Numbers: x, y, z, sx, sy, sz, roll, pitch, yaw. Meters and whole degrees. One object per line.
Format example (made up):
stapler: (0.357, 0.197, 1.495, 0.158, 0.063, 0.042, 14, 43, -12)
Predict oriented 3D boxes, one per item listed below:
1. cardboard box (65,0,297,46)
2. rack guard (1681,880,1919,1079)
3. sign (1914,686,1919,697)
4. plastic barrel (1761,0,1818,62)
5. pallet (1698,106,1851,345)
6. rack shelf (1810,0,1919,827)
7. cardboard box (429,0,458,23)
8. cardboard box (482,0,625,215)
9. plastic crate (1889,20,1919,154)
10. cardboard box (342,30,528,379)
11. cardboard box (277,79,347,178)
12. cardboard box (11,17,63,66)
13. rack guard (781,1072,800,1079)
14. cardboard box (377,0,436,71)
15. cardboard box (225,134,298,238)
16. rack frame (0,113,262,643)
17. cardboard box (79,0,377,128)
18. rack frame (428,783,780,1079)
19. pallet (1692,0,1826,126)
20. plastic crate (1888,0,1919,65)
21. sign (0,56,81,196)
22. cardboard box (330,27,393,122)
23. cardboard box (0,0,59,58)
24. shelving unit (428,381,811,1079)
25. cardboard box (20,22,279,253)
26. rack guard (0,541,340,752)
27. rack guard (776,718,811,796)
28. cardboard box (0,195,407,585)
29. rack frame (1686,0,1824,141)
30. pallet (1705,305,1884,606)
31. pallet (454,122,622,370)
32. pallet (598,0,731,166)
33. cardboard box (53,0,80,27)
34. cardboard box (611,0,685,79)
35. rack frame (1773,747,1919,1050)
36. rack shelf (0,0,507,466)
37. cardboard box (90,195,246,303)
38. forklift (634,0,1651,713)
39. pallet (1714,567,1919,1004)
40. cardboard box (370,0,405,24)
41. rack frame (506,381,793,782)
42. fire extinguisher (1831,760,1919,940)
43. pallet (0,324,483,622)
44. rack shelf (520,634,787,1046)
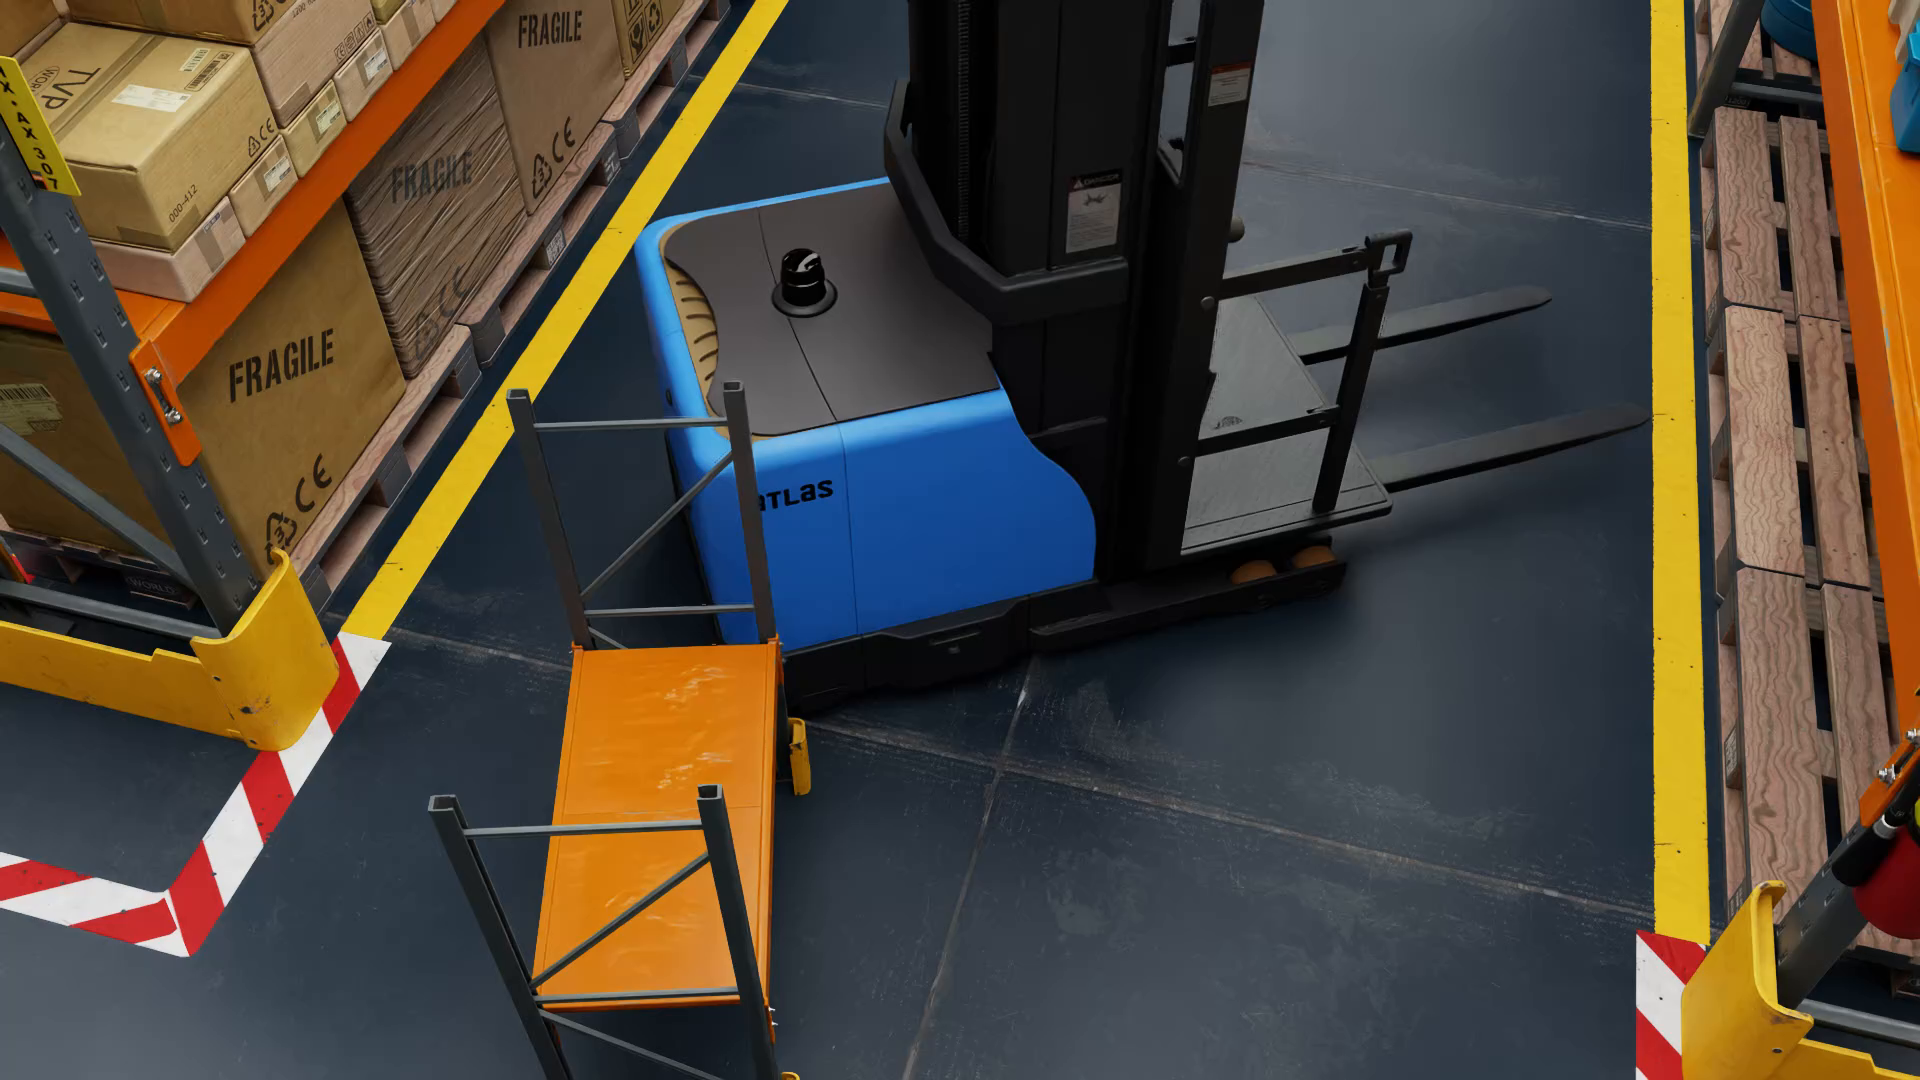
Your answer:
cardboard box: (-1.897, -1.588, 4.053, 0.500, 0.500, 0.500, 10, 49, 9)
rack guard: (2.369, 1.188, 3.868, 1.175, 0.500, 0.348, 12, 50, 10)
sign: (1.828, 0.191, 2.972, 0.100, 0.325, 0.005, 12, 50, 10)
plastic barrel: (3.576, -2.387, 6.475, 0.600, 0.901, 0.708, 12, 50, 10)
pallet: (3.260, -1.090, 6.071, 1.003, 0.211, 1.213, 12, 50, 10)
rack shelf: (2.890, -0.867, 4.495, 1.077, 0.370, 4.000, 12, 50, 10)
cardboard box: (-1.667, -1.675, 4.895, 0.380, 0.149, 0.250, 11, 50, 10)
cardboard box: (-1.850, -1.853, 6.021, 0.875, 0.875, 0.875, 12, 50, 10)
plastic crate: (2.656, -1.159, 4.344, 0.416, 0.233, 0.300, 12, 50, 10)
cardboard box: (-2.084, -1.209, 5.453, 0.875, 0.875, 0.875, 12, 50, 10)
cardboard box: (-1.870, -1.116, 4.402, 0.380, 0.149, 0.250, 11, 49, 9)
cardboard box: (-2.544, -1.088, 4.111, 0.500, 0.250, 0.500, 11, 49, 9)
rack guard: (-0.661, 1.351, 3.891, 0.587, 0.250, 0.087, -2, 49, -2)
cardboard box: (-1.735, -1.488, 4.730, 0.380, 0.149, 0.250, 11, 49, 9)
cardboard box: (-1.937, -0.930, 4.238, 0.380, 0.149, 0.250, 11, 49, 9)
rack frame: (-2.415, -0.636, 3.811, 1.000, 3.000, 0.127, 12, 50, 10)
cardboard box: (-1.898, -1.356, 4.348, 0.500, 0.250, 0.500, 11, 49, 10)
rack frame: (-0.661, 0.938, 3.421, 0.500, 1.500, 0.032, -2, 49, -2)
pallet: (3.659, -2.179, 7.032, 1.003, 0.211, 1.213, 12, 50, 10)
plastic crate: (2.836, -1.464, 4.581, 0.437, 0.282, 0.530, 12, 50, 10)
sign: (-1.881, -0.835, 3.356, 0.100, 0.325, 0.005, 12, 50, 10)
cardboard box: (-1.803, -1.304, 4.568, 0.380, 0.149, 0.250, 11, 49, 9)
cardboard box: (-2.540, -1.337, 3.831, 0.500, 0.500, 0.500, 12, 50, 10)
shelving unit: (-0.685, 0.565, 3.751, 0.587, 1.500, 1.083, -2, 49, -2)
cardboard box: (-2.028, -0.979, 4.015, 0.500, 0.250, 0.500, 10, 49, 9)
rack guard: (-2.421, 0.209, 4.733, 1.175, 0.500, 0.348, 12, 50, 10)
rack guard: (-0.710, 0.605, 4.549, 0.587, 0.250, 0.087, -2, 49, -2)
cardboard box: (-2.324, -0.551, 4.872, 0.875, 0.875, 0.875, 12, 50, 10)
rack frame: (3.416, -2.552, 5.502, 1.000, 3.000, 0.127, 12, 50, 10)
pallet: (2.941, -0.204, 5.290, 1.003, 0.211, 1.213, 12, 50, 10)
pallet: (-1.957, -1.187, 6.157, 1.003, 0.211, 1.213, 12, 50, 10)
pallet: (-1.638, -2.072, 6.938, 1.003, 0.211, 1.213, 12, 50, 10)
cardboard box: (-2.409, -1.454, 4.435, 0.500, 0.250, 0.500, 11, 49, 9)
cardboard box: (-1.613, -2.504, 6.596, 0.875, 0.875, 0.875, 12, 50, 10)
rack frame: (2.363, 0.341, 2.948, 1.000, 3.000, 0.127, 12, 50, 10)
rack shelf: (-1.889, -1.845, 5.357, 1.077, 0.370, 4.000, 12, 50, 10)
cardboard box: (-2.003, -0.745, 4.074, 0.380, 0.149, 0.250, 12, 50, 10)
forklift: (0.661, -1.119, 4.283, 3.031, 2.935, 1.130, -13, 50, -11)
pallet: (2.618, 0.675, 4.513, 1.003, 0.211, 1.213, 12, 50, 10)
cardboard box: (-1.762, -1.719, 4.668, 0.500, 0.250, 0.500, 10, 49, 9)
rack frame: (-0.711, 0.177, 4.093, 0.500, 1.500, 0.032, -2, 49, -2)
fire extinguisher: (1.885, 0.510, 3.100, 0.296, 0.674, 0.183, 12, 50, 10)
pallet: (-2.280, -0.307, 5.380, 1.003, 0.211, 1.213, 12, 50, 10)
rack shelf: (-0.686, 0.677, 3.892, 0.538, 0.185, 1.000, -2, 49, -2)
